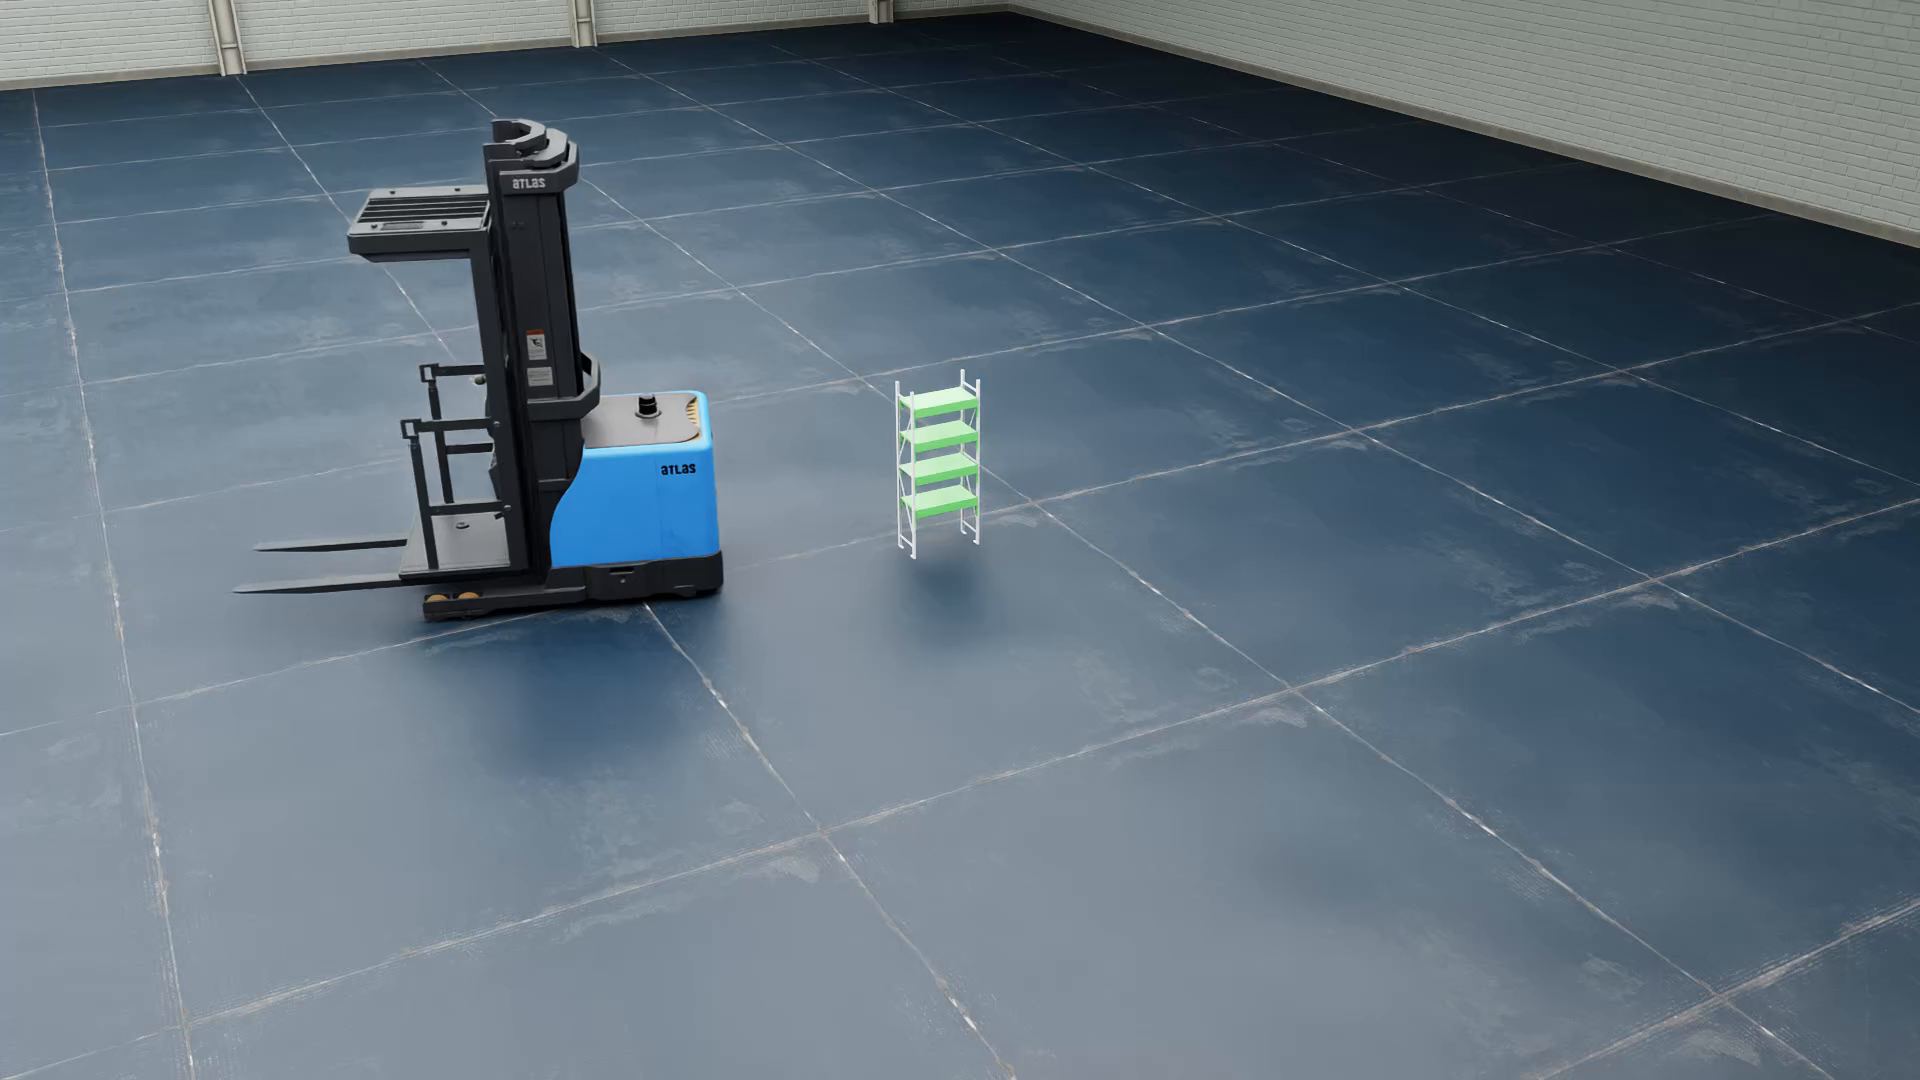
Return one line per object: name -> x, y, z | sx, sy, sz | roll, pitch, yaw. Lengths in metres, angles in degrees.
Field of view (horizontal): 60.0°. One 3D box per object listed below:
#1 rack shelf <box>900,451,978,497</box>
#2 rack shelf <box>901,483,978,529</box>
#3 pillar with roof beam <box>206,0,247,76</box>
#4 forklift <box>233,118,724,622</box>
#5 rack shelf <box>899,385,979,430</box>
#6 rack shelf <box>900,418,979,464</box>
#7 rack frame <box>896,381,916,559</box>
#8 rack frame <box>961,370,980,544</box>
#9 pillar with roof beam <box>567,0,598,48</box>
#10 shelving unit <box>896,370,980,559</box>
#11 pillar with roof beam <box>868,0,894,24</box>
rack shelf -> -0.146, -0.450, 11.250 | 0.480, 0.148, 0.258 | -13, 29, -25
rack shelf -> -0.146, -0.233, 11.354 | 0.480, 0.148, 0.258 | -13, 29, -25
pillar with roof beam -> -10.121, -10.215, 22.432 | 0.400, 9.000, 9.100 | -13, 29, -25
forklift -> -3.103, -1.054, 10.360 | 3.031, 2.935, 1.130 | -4, 26, -9
rack shelf -> -0.146, -0.882, 11.042 | 0.480, 0.148, 0.258 | -13, 29, -25
rack shelf -> -0.146, -0.666, 11.146 | 0.480, 0.148, 0.258 | -13, 29, -25
rack frame -> -0.361, -0.457, 11.119 | 0.015, 1.200, 0.240 | -13, 29, -25
rack frame -> 0.069, -0.557, 11.326 | 0.015, 1.200, 0.240 | -13, 29, -25
pillar with roof beam -> -4.827, -11.437, 24.977 | 0.400, 9.000, 9.100 | -13, 29, -25
shelving unit -> -0.146, -0.507, 11.222 | 0.503, 1.200, 0.258 | -13, 29, -25
pillar with roof beam -> 0.467, -12.659, 27.522 | 0.400, 9.000, 9.100 | -13, 29, -25
